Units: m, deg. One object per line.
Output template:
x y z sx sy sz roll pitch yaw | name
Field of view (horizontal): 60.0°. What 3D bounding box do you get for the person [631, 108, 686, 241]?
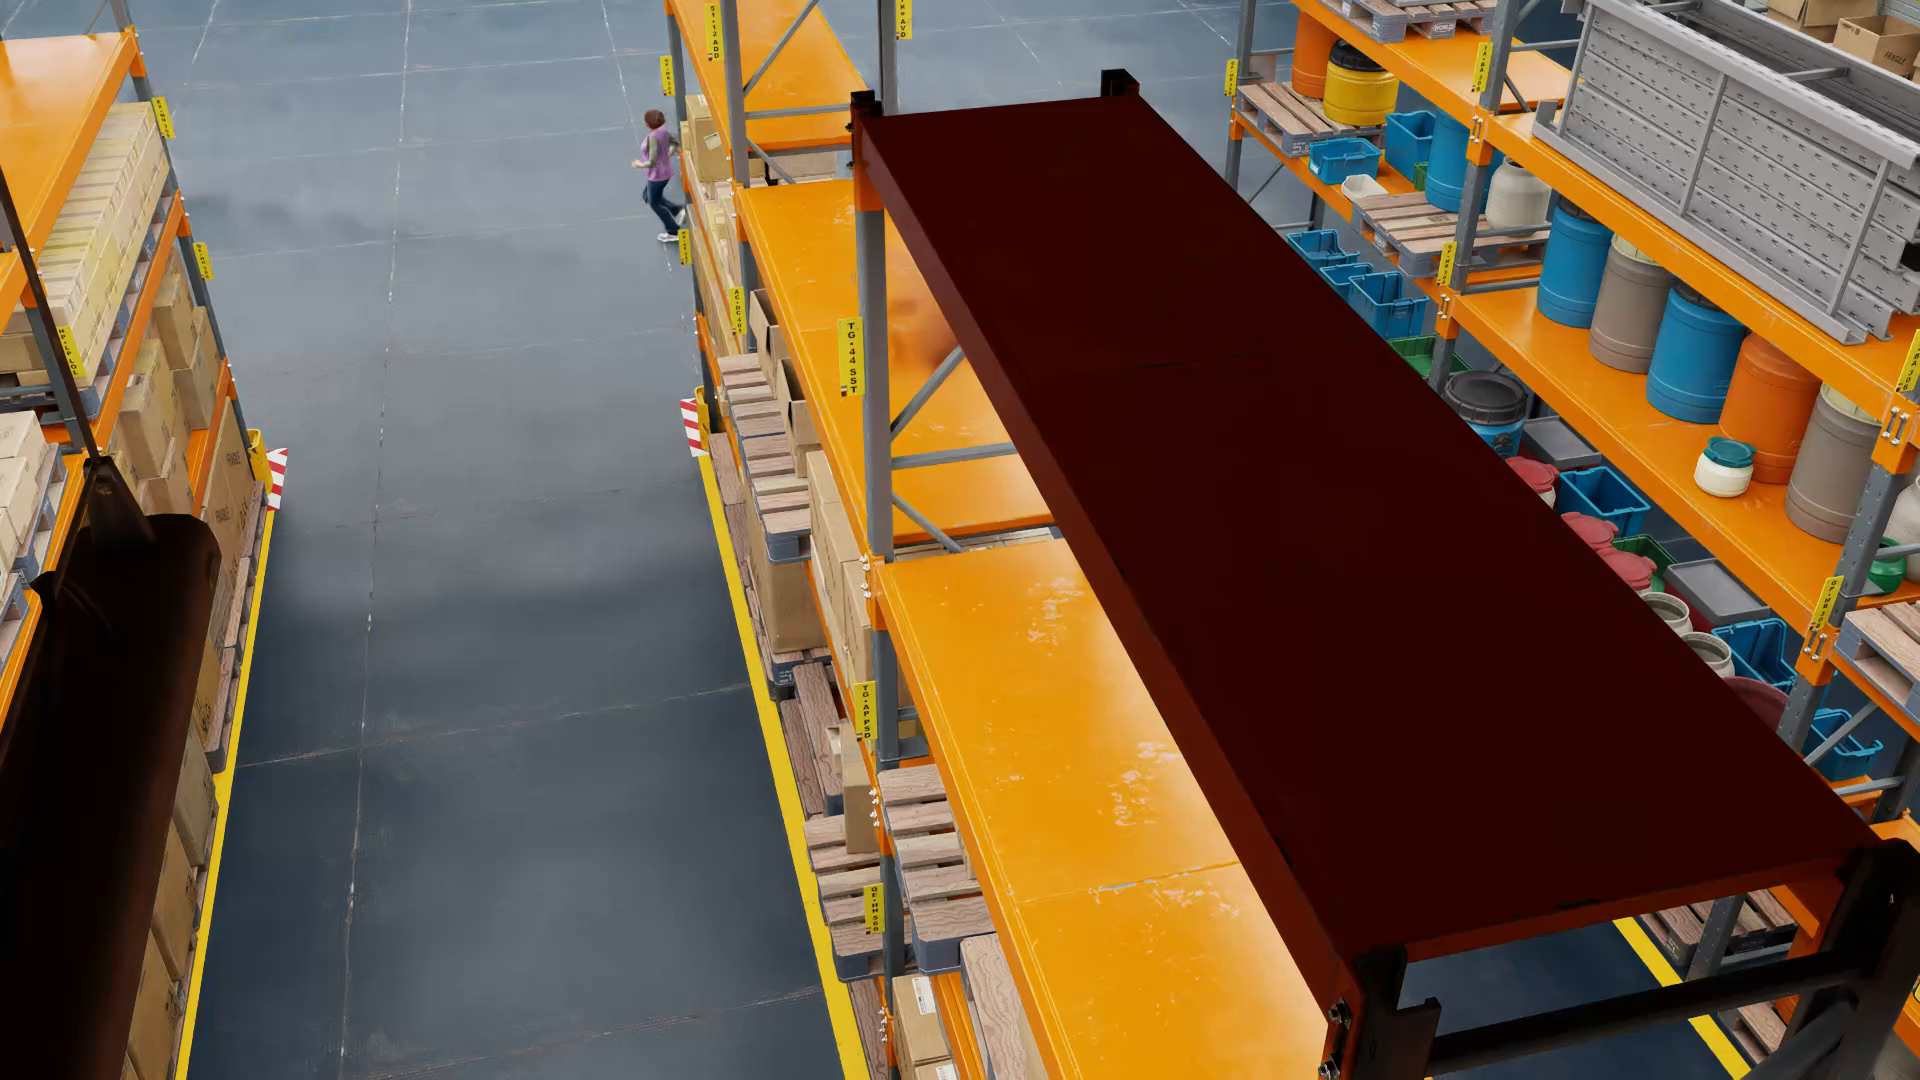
-3.411 -4.101 18.719 0.537 1.544 0.530 5 35 7 | person
